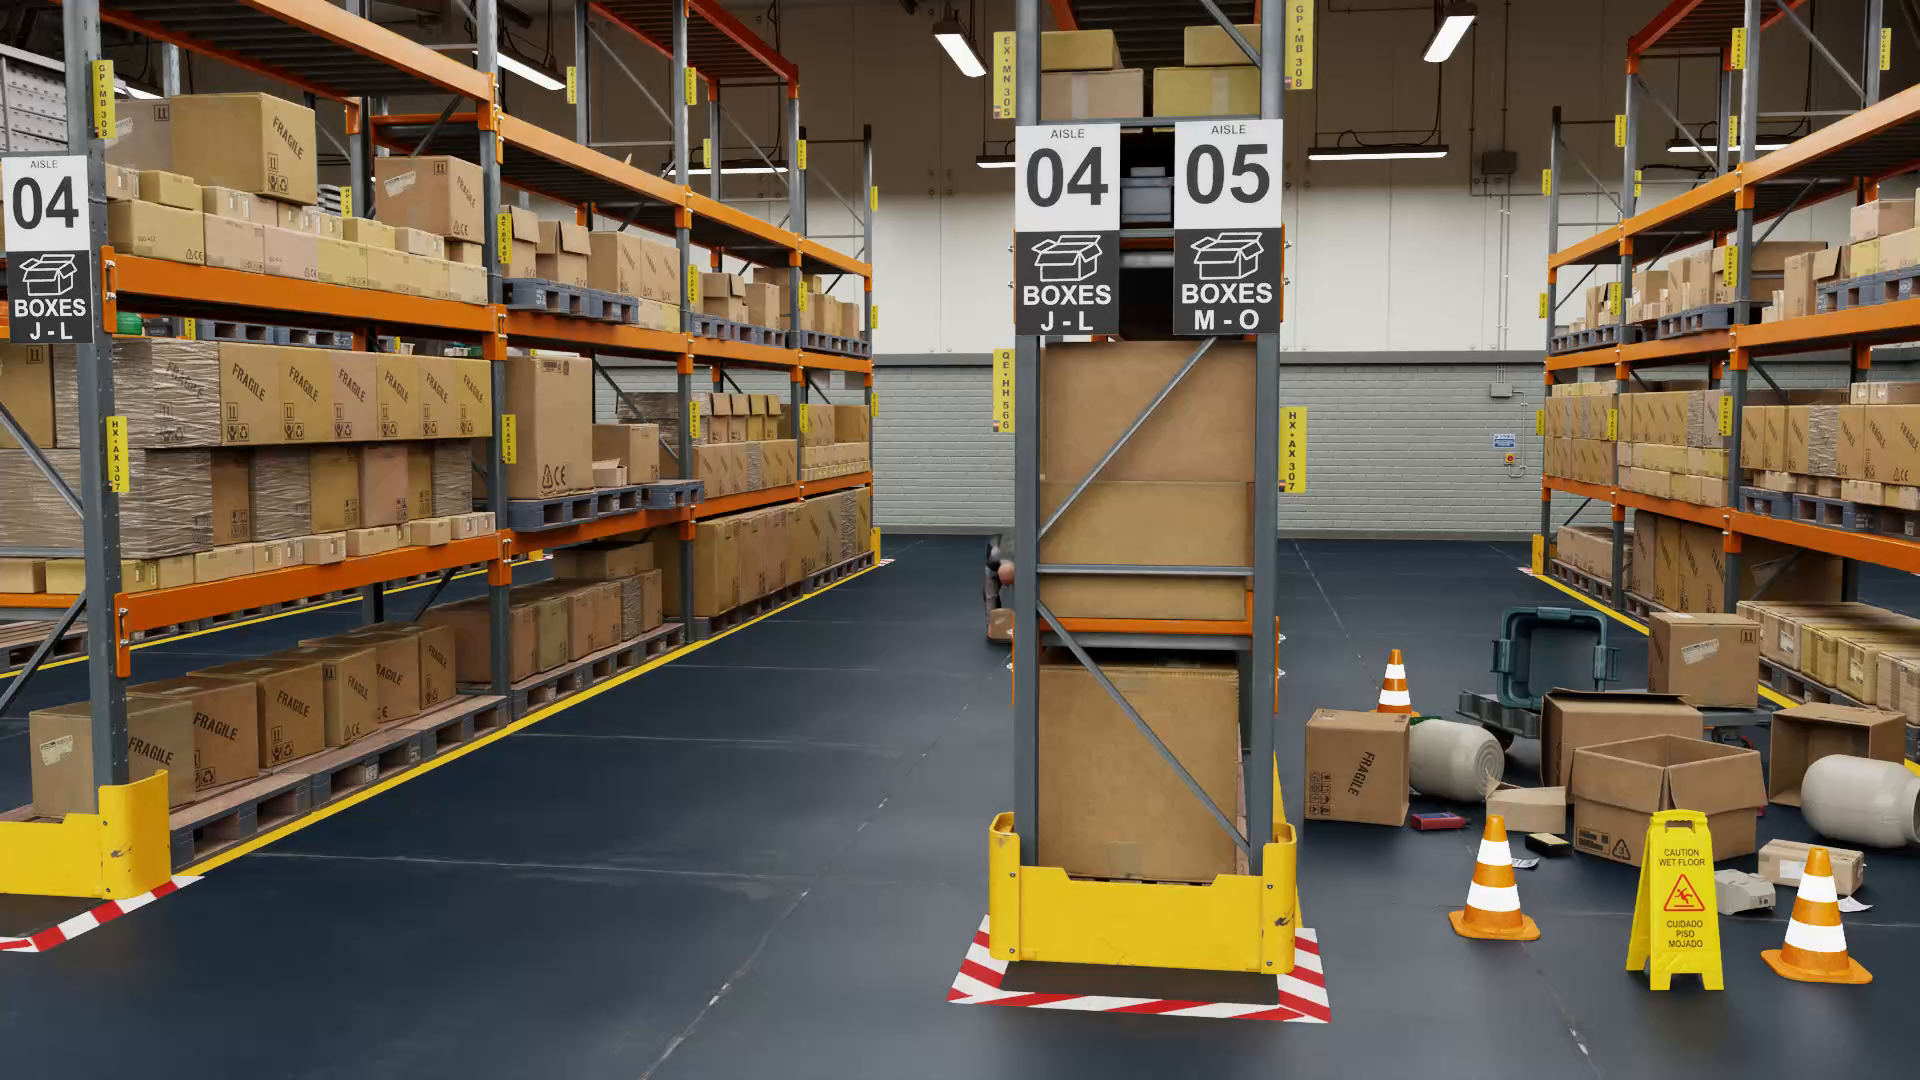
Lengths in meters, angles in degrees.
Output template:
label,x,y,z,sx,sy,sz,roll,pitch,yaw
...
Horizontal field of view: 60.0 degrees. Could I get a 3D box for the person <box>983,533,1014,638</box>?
label,x,y,z,sx,sy,sz,roll,pitch,yaw
person,0.456,0.437,15.486,0.497,0.973,0.944,0,4,6
